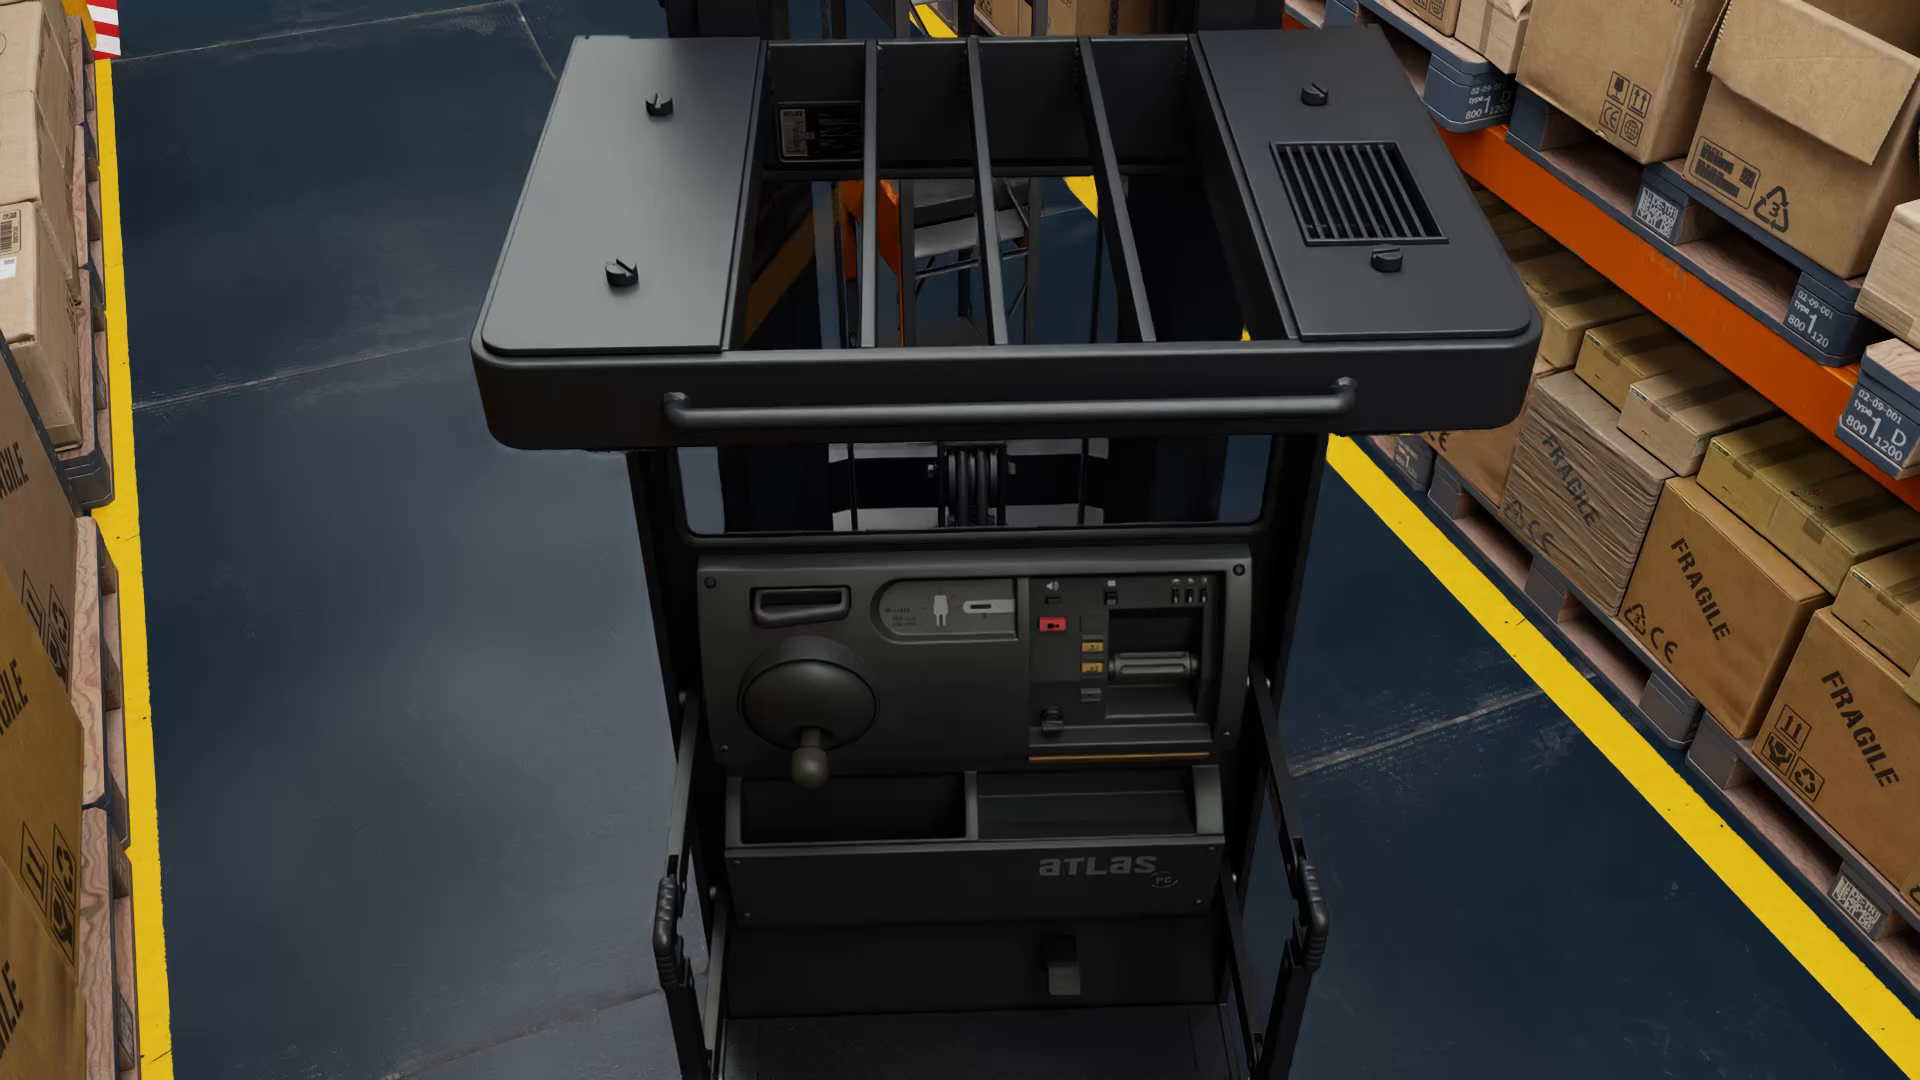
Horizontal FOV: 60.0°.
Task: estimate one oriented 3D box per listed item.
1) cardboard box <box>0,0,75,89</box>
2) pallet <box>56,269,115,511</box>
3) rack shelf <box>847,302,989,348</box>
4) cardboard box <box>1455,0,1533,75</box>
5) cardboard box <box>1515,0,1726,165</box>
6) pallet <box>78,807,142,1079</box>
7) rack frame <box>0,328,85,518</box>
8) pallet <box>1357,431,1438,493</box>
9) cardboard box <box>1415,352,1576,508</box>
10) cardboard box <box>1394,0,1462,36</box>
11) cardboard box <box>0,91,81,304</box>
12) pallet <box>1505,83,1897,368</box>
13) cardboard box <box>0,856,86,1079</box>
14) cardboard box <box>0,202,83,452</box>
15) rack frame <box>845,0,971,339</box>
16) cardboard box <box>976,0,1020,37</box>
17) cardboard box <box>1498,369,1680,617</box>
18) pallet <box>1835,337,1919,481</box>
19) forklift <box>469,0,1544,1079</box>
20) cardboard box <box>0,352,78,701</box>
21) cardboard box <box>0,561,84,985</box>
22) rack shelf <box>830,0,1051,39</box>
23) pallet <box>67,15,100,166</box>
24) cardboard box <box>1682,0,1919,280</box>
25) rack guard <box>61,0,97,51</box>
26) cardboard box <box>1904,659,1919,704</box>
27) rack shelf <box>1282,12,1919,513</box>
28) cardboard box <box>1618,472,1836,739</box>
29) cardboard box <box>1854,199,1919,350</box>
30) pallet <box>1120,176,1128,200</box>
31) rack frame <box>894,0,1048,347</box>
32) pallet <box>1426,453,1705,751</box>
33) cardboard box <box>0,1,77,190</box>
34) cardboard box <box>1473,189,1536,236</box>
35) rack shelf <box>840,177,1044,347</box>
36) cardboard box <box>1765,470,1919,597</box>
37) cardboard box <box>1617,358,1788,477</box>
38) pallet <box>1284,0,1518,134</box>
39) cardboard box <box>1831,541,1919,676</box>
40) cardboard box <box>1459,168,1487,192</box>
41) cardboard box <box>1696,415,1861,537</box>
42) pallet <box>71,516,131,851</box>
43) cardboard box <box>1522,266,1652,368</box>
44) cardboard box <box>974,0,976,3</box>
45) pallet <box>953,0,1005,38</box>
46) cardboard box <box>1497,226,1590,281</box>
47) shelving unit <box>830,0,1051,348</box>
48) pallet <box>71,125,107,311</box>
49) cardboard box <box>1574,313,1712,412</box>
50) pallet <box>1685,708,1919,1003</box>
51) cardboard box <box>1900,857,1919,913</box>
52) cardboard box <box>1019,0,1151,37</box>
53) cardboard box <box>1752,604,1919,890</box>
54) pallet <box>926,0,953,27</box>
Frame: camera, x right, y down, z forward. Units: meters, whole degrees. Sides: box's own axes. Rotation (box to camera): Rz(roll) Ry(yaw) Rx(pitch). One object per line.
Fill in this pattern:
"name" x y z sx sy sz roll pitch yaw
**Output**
"cardboard box" -4.392 -2.238 7.194 0.875 0.438 0.875 -17 43 -18
"pallet" -3.425 -0.433 5.592 1.003 0.211 1.213 -15 43 -17
"rack shelf" -0.063 -0.355 5.147 0.431 0.518 0.480 -15 43 -17
"cardboard box" 1.555 -1.429 4.392 0.396 0.266 0.258 -13 42 -15
"cardboard box" 1.855 -1.319 4.084 0.700 0.500 0.500 -15 43 -17
"pallet" -2.371 1.227 3.662 1.003 0.211 1.213 -15 43 -17
"rack frame" -3.207 -1.013 4.127 1.000 3.000 0.127 -15 43 -17
"pallet" 1.724 -0.715 5.920 1.003 0.211 1.213 -15 43 -17
"cardboard box" 1.755 -0.497 5.123 0.500 0.500 0.500 -16 43 -18
"cardboard box" 1.555 -1.791 4.634 0.700 0.500 0.500 -15 43 -16
"cardboard box" -3.691 -1.145 5.924 0.875 0.438 0.875 -16 43 -18
"pallet" 2.160 -0.941 4.191 1.003 0.211 1.213 -15 43 -17
"cardboard box" -2.201 1.068 3.015 0.875 0.875 0.875 -15 43 -16
"cardboard box" -3.348 -0.606 5.297 0.875 0.438 0.875 -16 43 -17
"rack frame" -0.157 -1.043 4.852 0.400 2.100 0.015 -15 43 -17
"cardboard box" 0.395 -2.614 7.585 0.500 0.500 0.500 -14 43 -16
"cardboard box" 1.948 -0.183 4.758 0.500 0.500 0.500 -17 43 -18
"pallet" 2.584 -0.162 3.285 1.213 0.211 1.003 -15 43 -17
"forklift" 0.037 0.294 2.660 1.130 2.935 3.031 -1 41 -2
"cardboard box" -2.895 -0.013 4.272 0.875 0.875 0.875 -14 43 -16
"cardboard box" -2.543 0.529 3.641 0.875 0.875 0.875 -14 43 -16
"rack shelf" -0.063 -1.416 4.234 0.431 0.518 0.480 -15 43 -17
"pallet" -4.359 -1.903 7.301 1.003 0.211 1.213 -15 43 -17
"cardboard box" 2.113 -0.979 3.687 0.797 0.503 0.637 -16 43 -18
"rack guard" -4.746 -2.489 7.761 1.175 0.500 0.348 -15 43 -17
"cardboard box" 2.352 0.308 3.689 0.380 0.149 0.250 -17 44 -19
"rack shelf" 2.143 -0.776 4.403 1.077 0.370 4.000 -15 43 -17
"cardboard box" 2.164 0.125 4.399 0.500 0.500 0.500 -13 42 -15
"cardboard box" 2.206 -0.501 3.325 0.500 0.250 0.500 -17 44 -19
"pallet" 1.116 -1.610 6.960 1.003 0.211 1.213 -15 43 -17
"rack frame" 0.030 -0.749 4.510 0.400 2.100 0.015 -15 43 -17
"pallet" 2.195 0.021 5.064 1.003 0.211 1.213 -15 43 -17
"cardboard box" -4.034 -1.688 6.556 0.875 0.438 0.875 -14 43 -16
"cardboard box" 1.673 -0.967 5.172 0.380 0.149 0.250 -16 43 -18
"rack shelf" -0.063 -0.885 4.690 0.431 0.518 0.480 -15 43 -17
"cardboard box" 2.233 -0.032 4.084 0.380 0.149 0.250 -14 43 -16
"cardboard box" 2.004 -0.341 4.444 0.380 0.149 0.250 -17 44 -19
"pallet" 1.583 -1.672 5.041 1.003 0.211 1.213 -15 43 -17
"cardboard box" 2.292 0.138 3.886 0.380 0.149 0.250 -16 43 -18
"cardboard box" 1.556 -1.129 5.360 0.380 0.149 0.250 -17 44 -19
"cardboard box" 2.137 -0.182 4.259 0.380 0.149 0.250 -16 43 -17
"pallet" -2.842 0.490 4.518 1.003 0.211 1.213 -15 43 -17
"cardboard box" 1.827 -0.657 4.811 0.380 0.149 0.250 -14 43 -15
"cardboard box" 0.285 -2.958 7.984 0.700 0.500 0.500 -13 42 -15
"pallet" 0.646 -2.346 7.816 1.003 0.211 1.213 -15 43 -17
"cardboard box" 1.734 -0.807 4.986 0.380 0.149 0.250 -15 43 -17
"shelving unit" -0.063 -0.896 4.681 0.431 2.100 0.503 -15 43 -17
"pallet" -3.896 -1.169 6.448 1.003 0.211 1.213 -15 43 -17
"cardboard box" 1.957 -0.502 4.631 0.380 0.149 0.250 -15 43 -17
"pallet" 2.658 0.754 4.211 1.003 0.211 1.213 -15 43 -17
"cardboard box" 2.548 0.744 3.680 0.500 0.500 0.500 -14 43 -16
"cardboard box" 0.682 -2.332 7.257 0.700 0.500 0.500 -17 43 -18
"cardboard box" 2.366 0.440 4.033 0.500 0.500 0.500 -16 43 -17
"pallet" 0.183 -3.080 8.670 1.003 0.211 1.213 -15 43 -17
